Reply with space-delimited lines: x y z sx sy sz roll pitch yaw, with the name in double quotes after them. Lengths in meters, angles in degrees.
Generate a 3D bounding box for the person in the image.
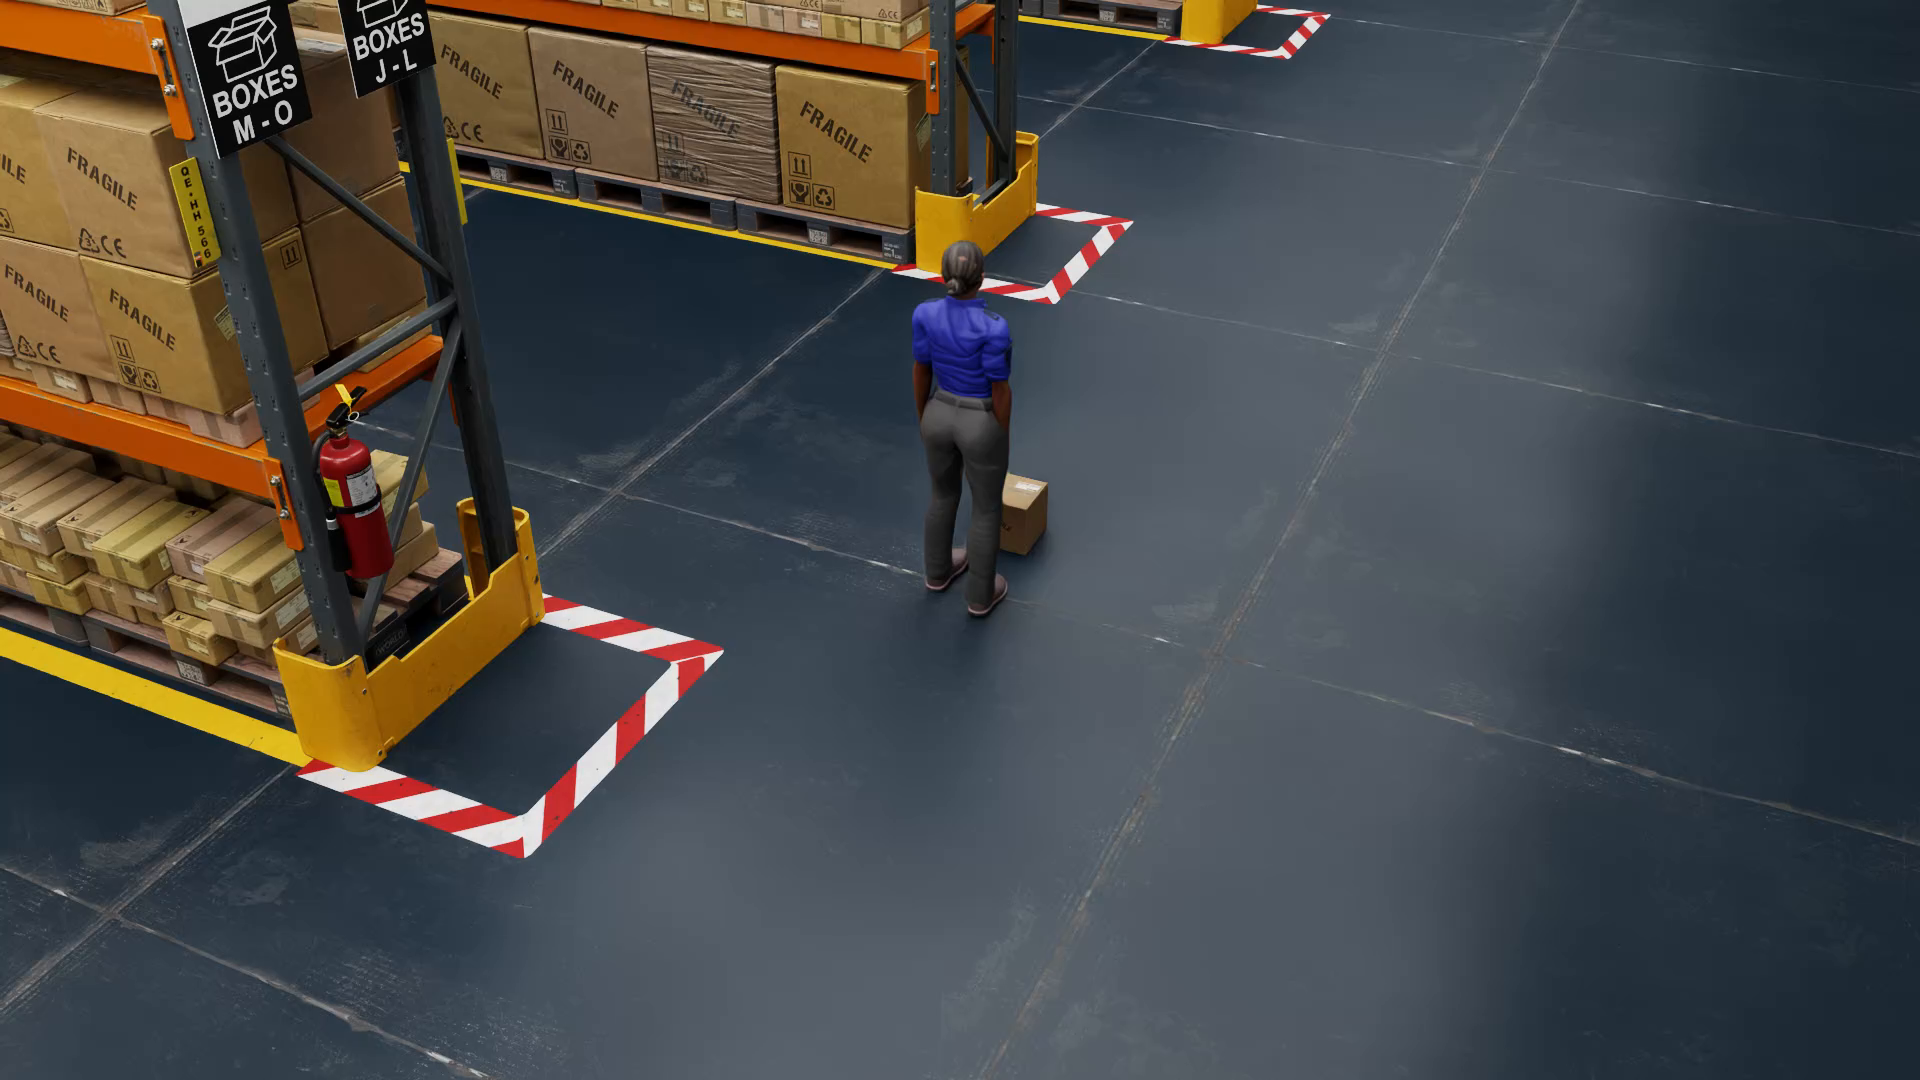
0.028 -0.477 6.856 0.438 1.655 0.380 16 37 22 "person"
